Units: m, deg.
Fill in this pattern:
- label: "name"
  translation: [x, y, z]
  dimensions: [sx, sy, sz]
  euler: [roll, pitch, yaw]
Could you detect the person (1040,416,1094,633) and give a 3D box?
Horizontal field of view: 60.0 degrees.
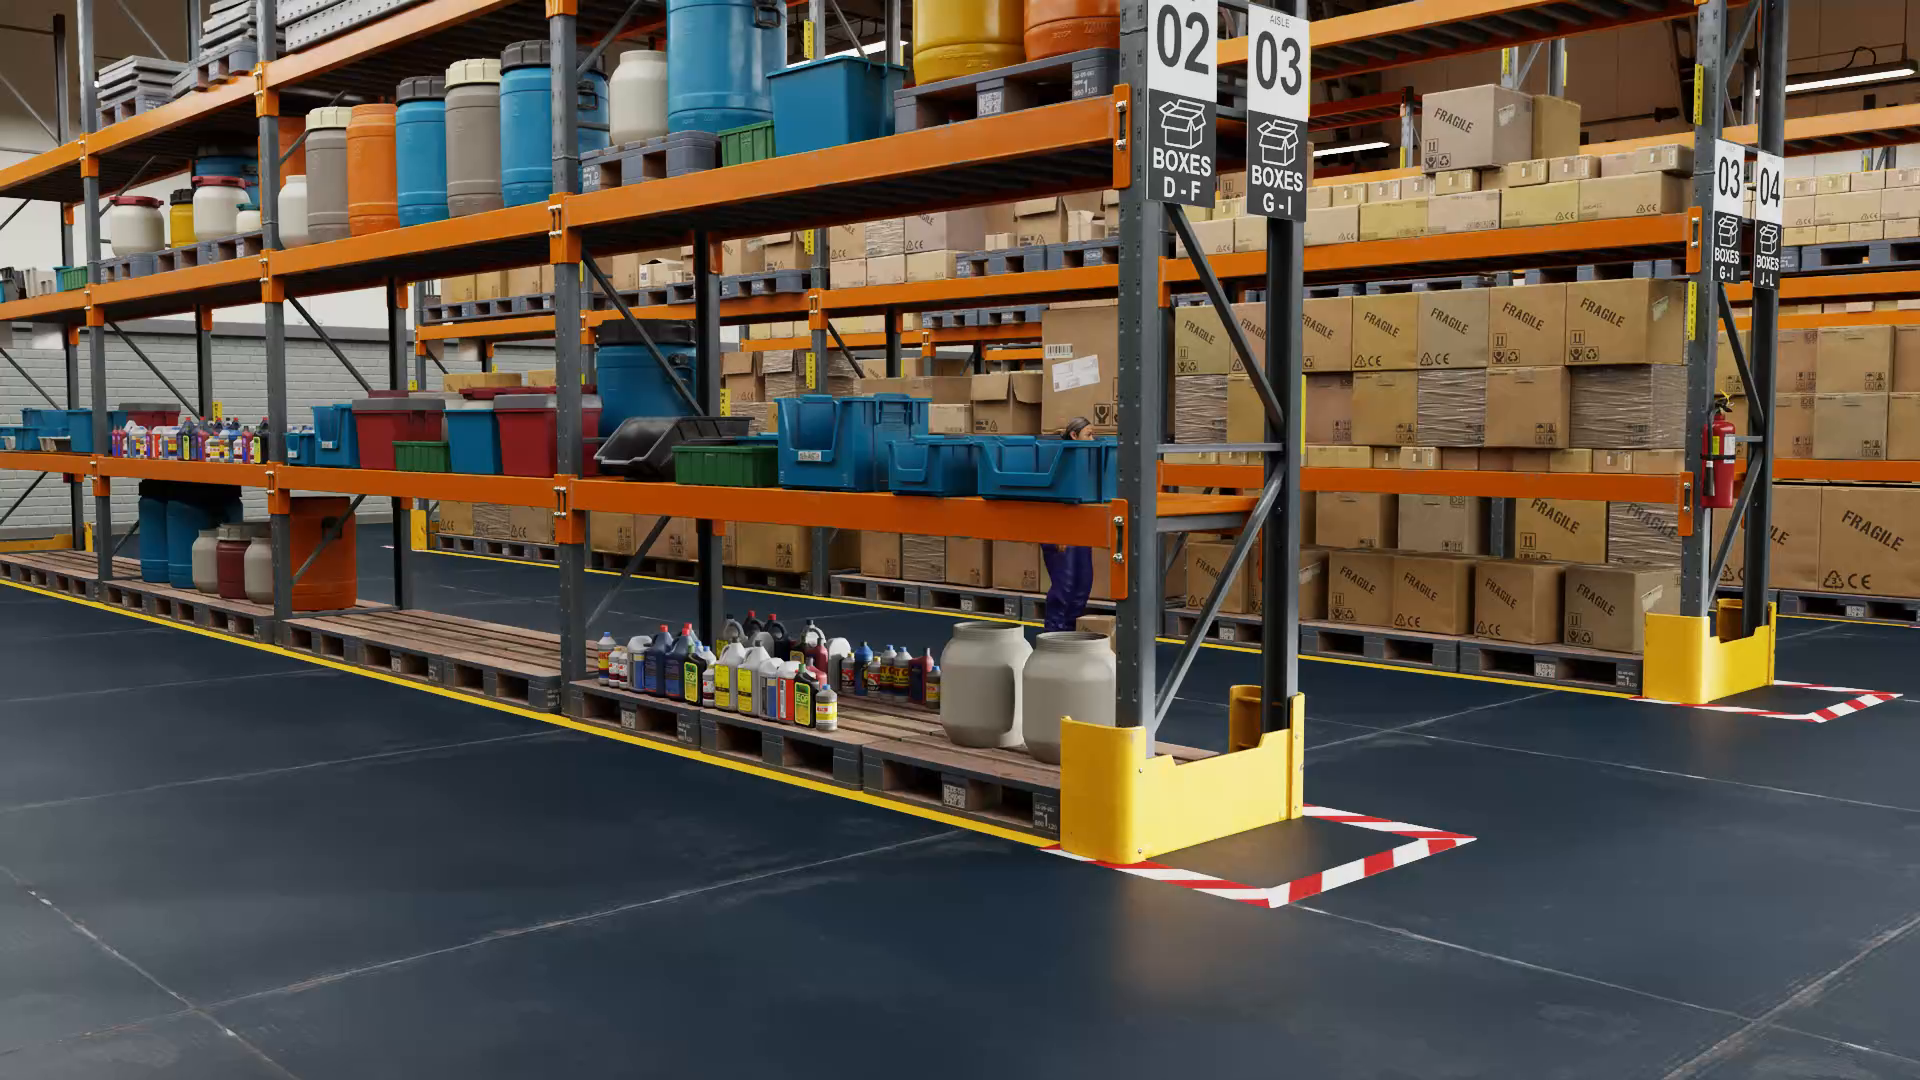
- label: "person"
  translation: [0.760, -0.042, 11.690]
  dimensions: [0.366, 1.652, 0.555]
  euler: [2, 5, 28]
